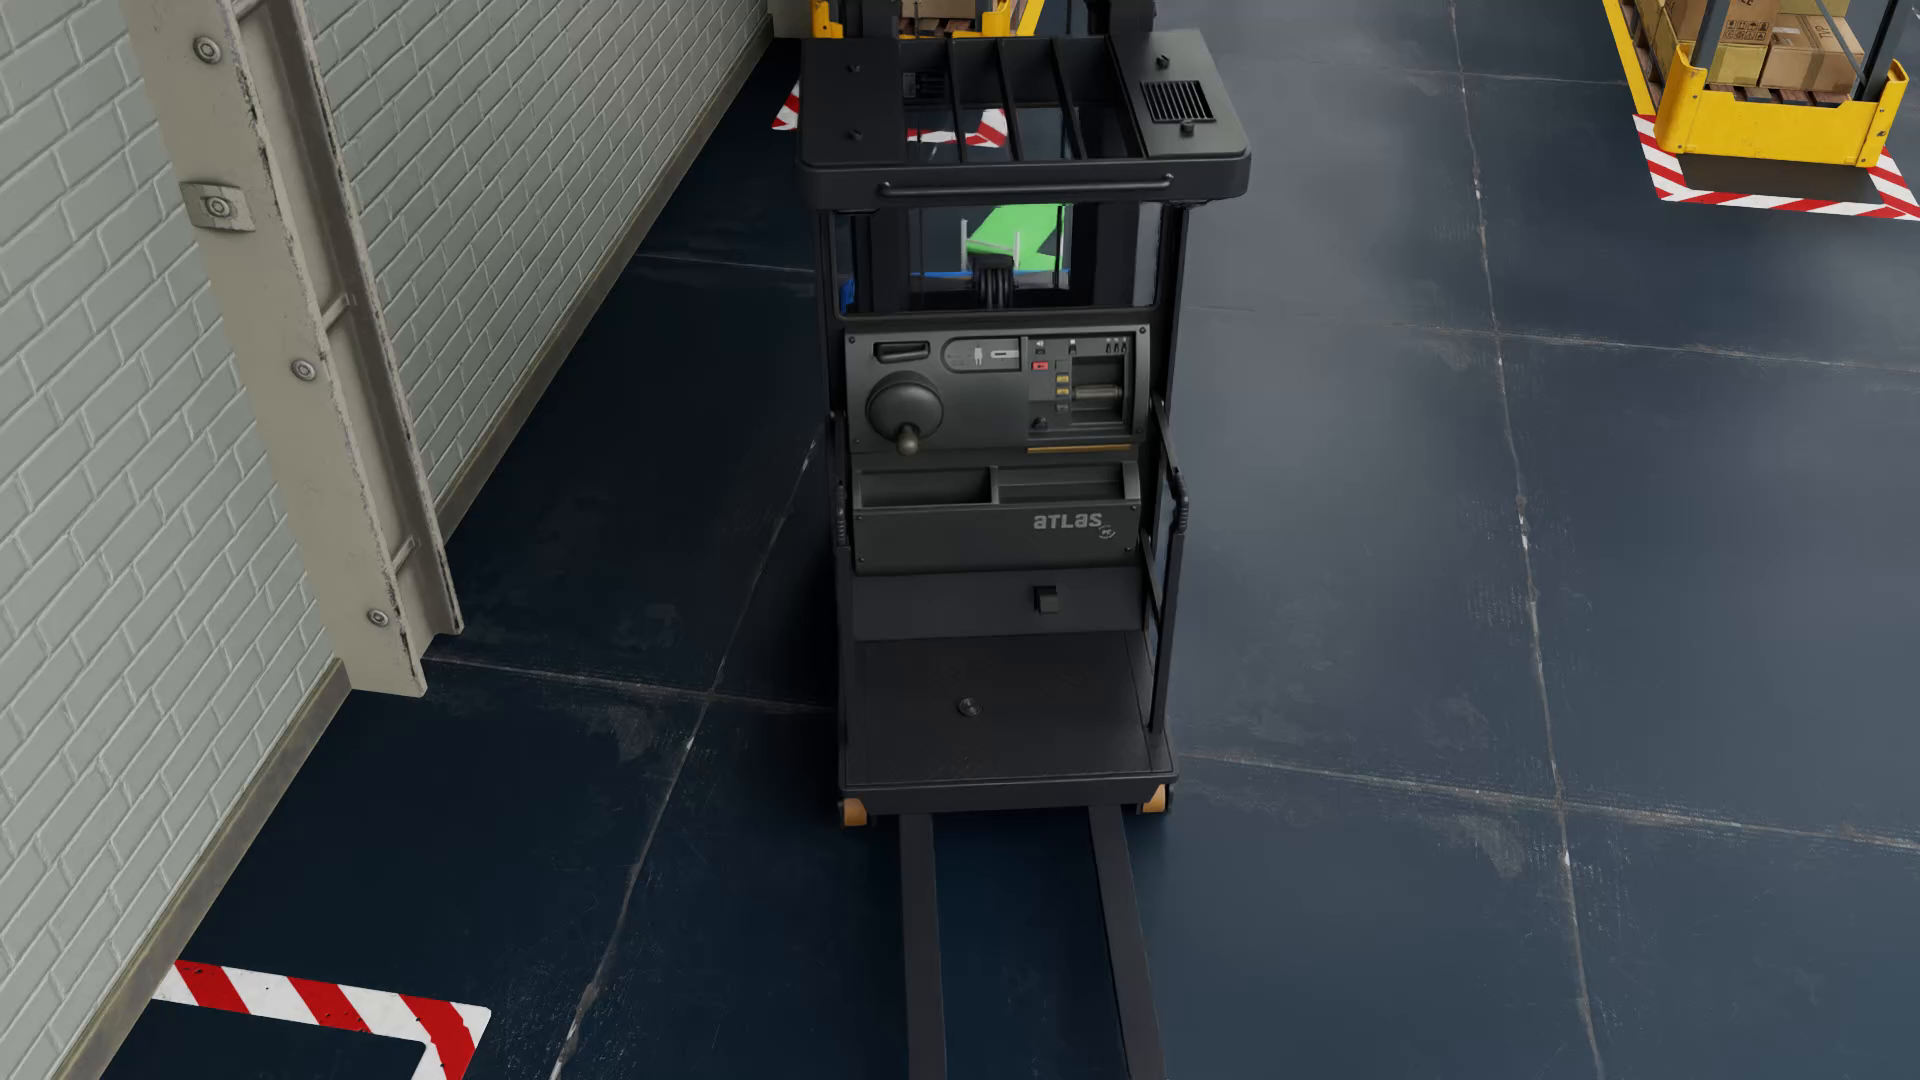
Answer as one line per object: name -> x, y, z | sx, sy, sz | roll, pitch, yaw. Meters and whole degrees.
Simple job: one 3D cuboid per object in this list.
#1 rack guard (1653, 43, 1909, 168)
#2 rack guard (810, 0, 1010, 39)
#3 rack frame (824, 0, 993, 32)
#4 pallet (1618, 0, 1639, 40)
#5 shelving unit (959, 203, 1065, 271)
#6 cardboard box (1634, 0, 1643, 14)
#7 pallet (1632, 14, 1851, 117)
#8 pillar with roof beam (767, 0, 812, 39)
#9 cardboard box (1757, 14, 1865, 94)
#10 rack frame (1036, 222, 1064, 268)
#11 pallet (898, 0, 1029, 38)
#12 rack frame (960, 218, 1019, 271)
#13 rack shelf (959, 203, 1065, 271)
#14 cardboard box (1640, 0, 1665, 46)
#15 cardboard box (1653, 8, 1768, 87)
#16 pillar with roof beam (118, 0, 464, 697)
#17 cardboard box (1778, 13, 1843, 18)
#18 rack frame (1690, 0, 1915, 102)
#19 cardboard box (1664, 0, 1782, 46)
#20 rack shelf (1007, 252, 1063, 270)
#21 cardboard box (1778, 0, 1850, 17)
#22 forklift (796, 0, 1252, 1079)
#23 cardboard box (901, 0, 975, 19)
rack guard -> 4.567, -2.432, 9.300 | 1.175, 0.500, 0.348 | 6, 40, 8
rack guard -> -0.296, -3.039, 10.033 | 1.175, 0.500, 0.348 | 6, 40, 8
rack frame -> -0.309, -3.955, 9.179 | 1.000, 3.000, 0.127 | 6, 40, 8
pallet -> 4.875, -3.584, 10.919 | 1.003, 0.211, 1.213 | 6, 40, 8
shelving unit -> 0.210, -0.876, 6.868 | 0.258, 1.200, 0.503 | 16, 42, 18
cardboard box -> 4.532, -3.511, 10.471 | 0.500, 0.250, 0.500 | 6, 40, 8
pallet -> 4.662, -2.821, 9.996 | 1.003, 0.211, 1.213 | 6, 40, 8
pillar with roof beam -> 3.200, -6.327, 7.340 | 9.100, 9.000, 0.400 | 6, 40, 8
cardboard box -> 4.883, -2.825, 9.641 | 0.500, 0.250, 0.500 | 6, 40, 8
rack frame -> 0.308, -1.019, 7.040 | 0.240, 1.200, 0.015 | 16, 42, 18
pallet -> -0.120, -3.434, 10.737 | 1.003, 0.211, 1.213 | 6, 40, 8
rack frame -> 0.112, -0.734, 6.696 | 0.240, 1.200, 0.015 | 16, 42, 18
rack shelf -> 0.210, -1.197, 6.603 | 0.258, 0.148, 0.480 | 16, 42, 18
cardboard box -> 4.447, -3.197, 10.091 | 0.500, 0.250, 0.500 | 6, 40, 8
cardboard box -> 4.373, -2.882, 9.710 | 0.500, 0.250, 0.500 | 6, 40, 8
pillar with roof beam -> 2.162, -2.561, 2.786 | 9.100, 9.000, 0.400 | 6, 40, 8
cardboard box -> 4.966, -3.139, 10.021 | 0.500, 0.250, 0.500 | 6, 40, 8
rack frame -> 4.571, -3.411, 8.521 | 1.000, 3.000, 0.127 | 6, 40, 8
cardboard box -> 4.371, -3.171, 9.472 | 0.500, 0.500, 0.500 | 6, 40, 8
rack shelf -> 0.210, -1.012, 6.756 | 0.258, 0.148, 0.480 | 16, 42, 18
cardboard box -> 4.967, -3.428, 9.782 | 0.500, 0.500, 0.500 | 6, 40, 8
forklift -> 0.131, -0.388, 4.919 | 1.130, 2.935, 3.031 | -2, 40, -3
cardboard box -> -0.100, -3.512, 10.409 | 0.500, 0.311, 0.500 | 2, 40, 3
